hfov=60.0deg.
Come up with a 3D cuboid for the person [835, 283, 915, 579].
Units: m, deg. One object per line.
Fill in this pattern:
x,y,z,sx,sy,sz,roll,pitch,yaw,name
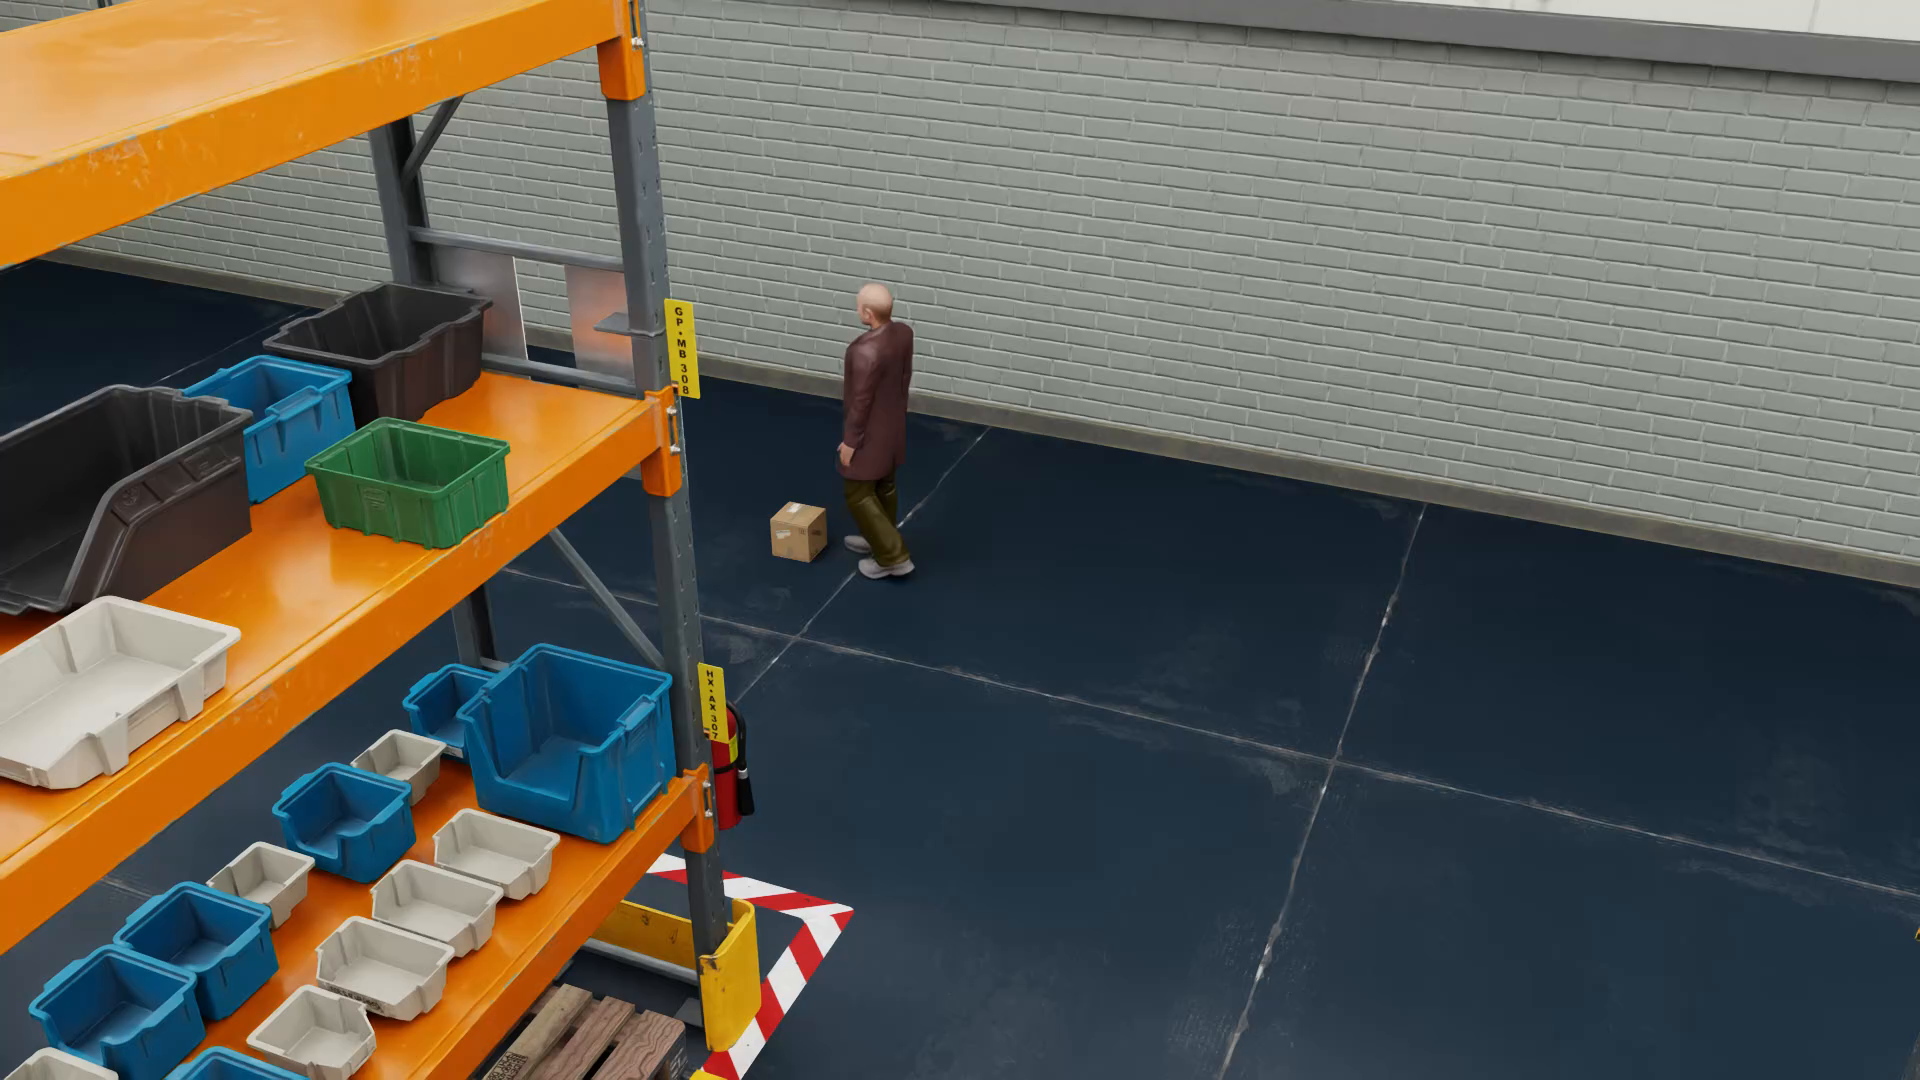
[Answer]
-0.487,-0.630,9.524,0.617,1.783,0.609,15,32,24,person
